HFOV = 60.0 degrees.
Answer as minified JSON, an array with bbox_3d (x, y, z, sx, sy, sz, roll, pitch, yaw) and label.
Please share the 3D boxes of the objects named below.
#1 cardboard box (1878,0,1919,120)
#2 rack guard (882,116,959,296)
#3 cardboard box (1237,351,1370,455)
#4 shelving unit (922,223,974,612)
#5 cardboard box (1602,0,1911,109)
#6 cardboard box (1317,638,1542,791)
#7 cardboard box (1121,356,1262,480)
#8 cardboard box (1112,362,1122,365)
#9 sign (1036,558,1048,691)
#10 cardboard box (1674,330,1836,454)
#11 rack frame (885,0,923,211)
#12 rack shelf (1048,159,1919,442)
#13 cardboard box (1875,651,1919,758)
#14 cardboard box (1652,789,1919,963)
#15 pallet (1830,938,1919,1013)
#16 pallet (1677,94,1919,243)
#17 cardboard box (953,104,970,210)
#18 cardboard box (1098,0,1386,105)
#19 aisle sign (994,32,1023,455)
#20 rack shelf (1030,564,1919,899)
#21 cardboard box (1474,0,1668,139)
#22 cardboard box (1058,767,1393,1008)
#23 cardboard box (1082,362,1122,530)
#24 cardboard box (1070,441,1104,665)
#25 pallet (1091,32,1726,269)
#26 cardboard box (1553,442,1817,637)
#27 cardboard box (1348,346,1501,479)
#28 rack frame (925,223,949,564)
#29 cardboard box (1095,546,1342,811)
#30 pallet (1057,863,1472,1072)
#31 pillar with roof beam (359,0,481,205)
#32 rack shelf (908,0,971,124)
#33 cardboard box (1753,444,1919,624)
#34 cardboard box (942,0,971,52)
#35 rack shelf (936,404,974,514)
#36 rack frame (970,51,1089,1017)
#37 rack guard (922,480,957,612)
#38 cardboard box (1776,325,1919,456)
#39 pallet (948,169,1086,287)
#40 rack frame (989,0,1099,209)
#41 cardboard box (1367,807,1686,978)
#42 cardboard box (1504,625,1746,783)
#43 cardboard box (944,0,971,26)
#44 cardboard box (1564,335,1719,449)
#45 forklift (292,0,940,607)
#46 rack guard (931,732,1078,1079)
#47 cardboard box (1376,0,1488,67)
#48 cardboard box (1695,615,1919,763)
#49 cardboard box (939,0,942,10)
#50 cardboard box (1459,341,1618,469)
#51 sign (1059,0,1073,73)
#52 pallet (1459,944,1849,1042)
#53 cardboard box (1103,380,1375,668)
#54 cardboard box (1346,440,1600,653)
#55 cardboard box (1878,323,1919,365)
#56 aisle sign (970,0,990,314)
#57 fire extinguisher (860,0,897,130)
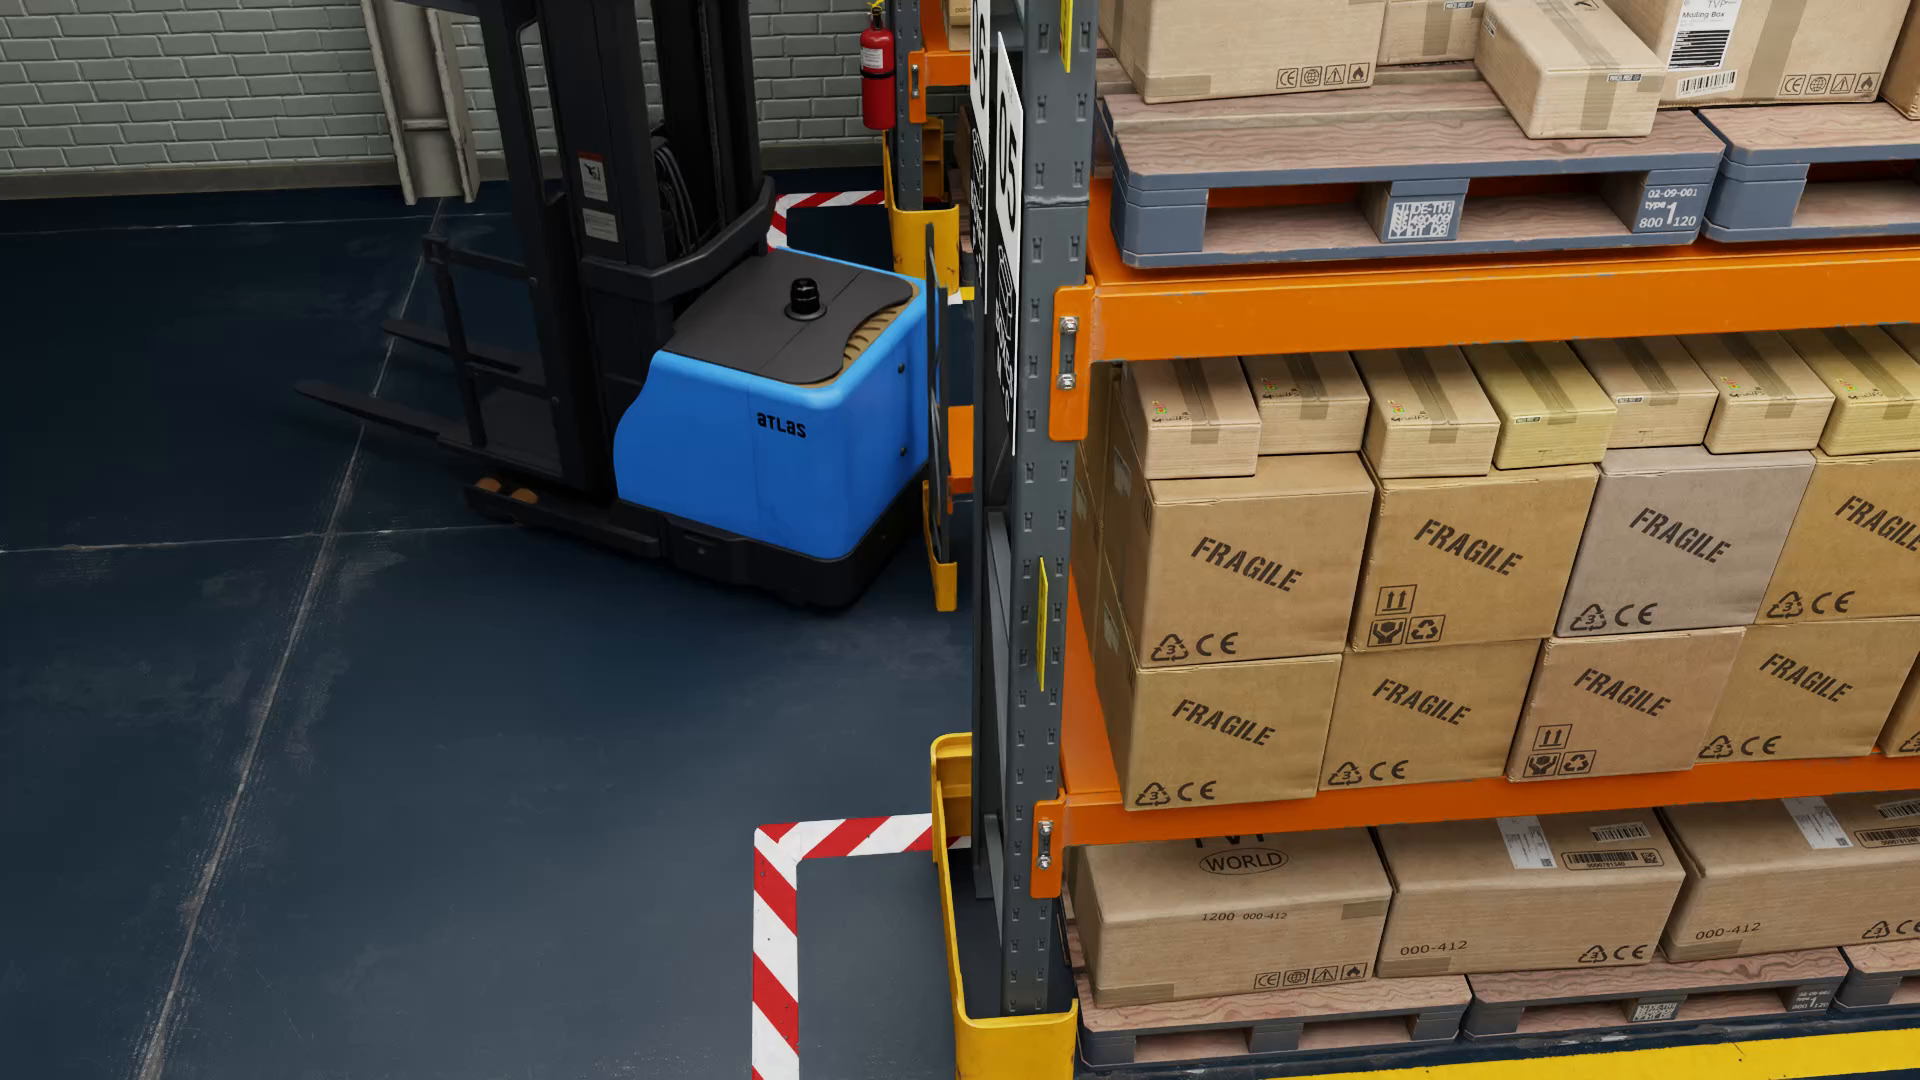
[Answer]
[{"bbox_3d":[2.166,-1.215,3.446,0.500,0.500,0.500,-3,38,-3],"label":"cardboard box"},{"bbox_3d":[-0.223,-1.861,9.205,0.348,0.500,1.175,-3,38,-4],"label":"rack guard"},{"bbox_3d":[0.777,-0.369,3.885,0.250,0.149,0.380,-2,38,-3],"label":"cardboard box"},{"bbox_3d":[0.407,-0.510,6.685,1.083,1.500,0.587,-4,38,-5],"label":"shelving unit"},{"bbox_3d":[1.640,-1.174,3.547,0.500,0.311,0.500,-2,38,-3],"label":"cardboard box"},{"bbox_3d":[1.149,0.291,4.379,0.500,0.500,0.500,-4,38,-5],"label":"cardboard box"},{"bbox_3d":[0.523,-0.311,3.811,0.250,0.149,0.380,-2,38,-3],"label":"cardboard box"},{"bbox_3d":[0.484,-0.605,4.184,0.250,0.149,0.380,-3,38,-3],"label":"cardboard box"},{"bbox_3d":[0.188,0.196,3.817,0.005,0.325,0.100,-3,38,-4],"label":"sign"},{"bbox_3d":[1.816,-0.373,3.889,0.250,0.149,0.380,-3,38,-4],"label":"cardboard box"},{"bbox_3d":[-0.299,-2.838,8.425,0.127,3.000,1.000,-3,38,-4],"label":"rack frame"},{"bbox_3d":[2.137,-0.781,3.977,4.000,0.370,1.077,-3,38,-4],"label":"rack shelf"},{"bbox_3d":[2.678,0.217,4.473,0.500,0.500,0.500,-4,38,-5],"label":"cardboard box"},{"bbox_3d":[2.602,0.864,5.463,0.875,0.438,0.875,-4,38,-5],"label":"cardboard box"},{"bbox_3d":[3.364,1.093,5.694,1.213,0.211,1.003,-3,38,-4],"label":"pallet"},{"bbox_3d":[2.100,-1.035,3.790,1.213,0.211,1.003,-3,38,-4],"label":"pallet"},{"bbox_3d":[0.319,-1.998,9.037,0.637,0.503,0.797,-5,39,-6],"label":"cardboard box"},{"bbox_3d":[0.585,-1.179,3.602,0.500,0.250,0.500,-6,39,-8],"label":"cardboard box"},{"bbox_3d":[0.098,-0.613,3.507,0.004,0.787,0.394,-3,38,-4],"label":"aisle sign"},{"bbox_3d":[2.137,0.397,4.906,4.000,0.370,1.077,-3,38,-4],"label":"rack shelf"},{"bbox_3d":[1.249,-0.977,3.428,0.250,0.149,0.380,-2,38,-2],"label":"cardboard box"},{"bbox_3d":[0.793,0.967,5.332,0.875,0.438,0.875,-4,38,-6],"label":"cardboard box"},{"bbox_3d":[0.604,-0.381,4.423,0.500,0.500,0.500,-2,38,-2],"label":"cardboard box"},{"bbox_3d":[0.601,-0.005,4.754,0.500,0.500,0.500,-3,38,-4],"label":"cardboard box"},{"bbox_3d":[0.882,-0.966,3.702,1.213,0.211,1.003,-3,38,-4],"label":"pallet"},{"bbox_3d":[1.674,-0.124,4.097,0.500,0.500,0.500,-3,38,-4],"label":"cardboard box"},{"bbox_3d":[1.046,-0.313,3.813,0.250,0.149,0.380,-2,38,-3],"label":"cardboard box"},{"bbox_3d":[-0.089,-0.473,6.638,0.032,1.500,0.500,-4,38,-5],"label":"rack frame"},{"bbox_3d":[0.648,0.336,4.322,0.500,0.500,0.500,-3,38,-4],"label":"cardboard box"},{"bbox_3d":[0.934,1.227,5.525,1.213,0.211,1.003,-3,38,-4],"label":"pallet"},{"bbox_3d":[-2.683,-2.945,3.718,0.400,9.000,9.100,-3,38,-4],"label":"pillar with roof beam"},{"bbox_3d":[1.693,-2.665,8.787,4.000,0.370,1.077,-3,38,-4],"label":"rack shelf"},{"bbox_3d":[2.171,-0.152,4.133,0.500,0.500,0.500,-3,38,-4],"label":"cardboard box"},{"bbox_3d":[0.053,-2.588,8.311,0.250,0.149,0.380,-3,38,-4],"label":"cardboard box"},{"bbox_3d":[0.416,-0.369,6.798,1.000,0.185,0.538,-4,38,-5],"label":"rack shelf"},{"bbox_3d":[0.144,0.224,4.544,0.127,3.000,1.000,-3,38,-4],"label":"rack frame"},{"bbox_3d":[-0.087,0.018,7.025,0.087,0.250,0.587,-4,38,-5],"label":"rack guard"},{"bbox_3d":[2.071,-0.370,3.886,0.250,0.149,0.380,-4,38,-5],"label":"cardboard box"},{"bbox_3d":[0.571,-1.792,9.351,1.213,0.211,1.003,-3,38,-4],"label":"pallet"},{"bbox_3d":[0.144,-2.131,2.686,0.127,3.000,1.000,-3,38,-4],"label":"rack frame"},{"bbox_3d":[1.704,0.912,5.402,0.875,0.438,0.875,-2,38,-3],"label":"cardboard box"},{"bbox_3d":[1.658,0.274,4.400,0.500,0.500,0.500,-3,38,-4],"label":"cardboard box"},{"bbox_3d":[0.177,-2.755,8.201,0.500,0.250,0.500,-3,38,-4],"label":"cardboard box"},{"bbox_3d":[1.564,-0.385,3.905,0.250,0.149,0.380,-3,38,-4],"label":"cardboard box"},{"bbox_3d":[-1.627,-1.488,6.770,3.031,2.935,1.130,16,41,19],"label":"forklift"},{"bbox_3d":[0.120,1.207,5.317,0.348,0.500,1.175,-3,38,-4],"label":"rack guard"},{"bbox_3d":[0.995,-1.211,3.725,0.250,0.149,0.380,-6,39,-7],"label":"cardboard box"},{"bbox_3d":[2.155,0.236,4.448,0.500,0.500,0.500,-2,38,-2],"label":"cardboard box"},{"bbox_3d":[0.007,-2.923,8.736,0.250,0.149,0.380,-4,38,-4],"label":"cardboard box"},{"bbox_3d":[1.307,-0.338,3.845,0.250,0.149,0.380,-4,38,-5],"label":"cardboard box"},{"bbox_3d":[0.188,-0.985,2.885,0.005,0.325,0.100,-3,38,-4],"label":"sign"},{"bbox_3d":[2.146,1.162,5.607,1.213,0.211,1.003,-3,38,-4],"label":"pallet"},{"bbox_3d":[0.648,-0.058,4.014,0.500,0.500,0.500,-4,38,-5],"label":"cardboard box"},{"bbox_3d":[1.162,-0.091,4.056,0.500,0.500,0.500,-4,38,-5],"label":"cardboard box"},{"bbox_3d":[2.328,-0.414,3.942,0.250,0.149,0.380,-3,38,-4],"label":"cardboard box"},{"bbox_3d":[0.045,-0.984,3.976,0.004,0.787,0.394,-3,38,-4],"label":"aisle sign"},{"bbox_3d":[-0.405,-2.368,8.193,0.183,0.674,0.296,-3,38,-4],"label":"fire extinguisher"}]
